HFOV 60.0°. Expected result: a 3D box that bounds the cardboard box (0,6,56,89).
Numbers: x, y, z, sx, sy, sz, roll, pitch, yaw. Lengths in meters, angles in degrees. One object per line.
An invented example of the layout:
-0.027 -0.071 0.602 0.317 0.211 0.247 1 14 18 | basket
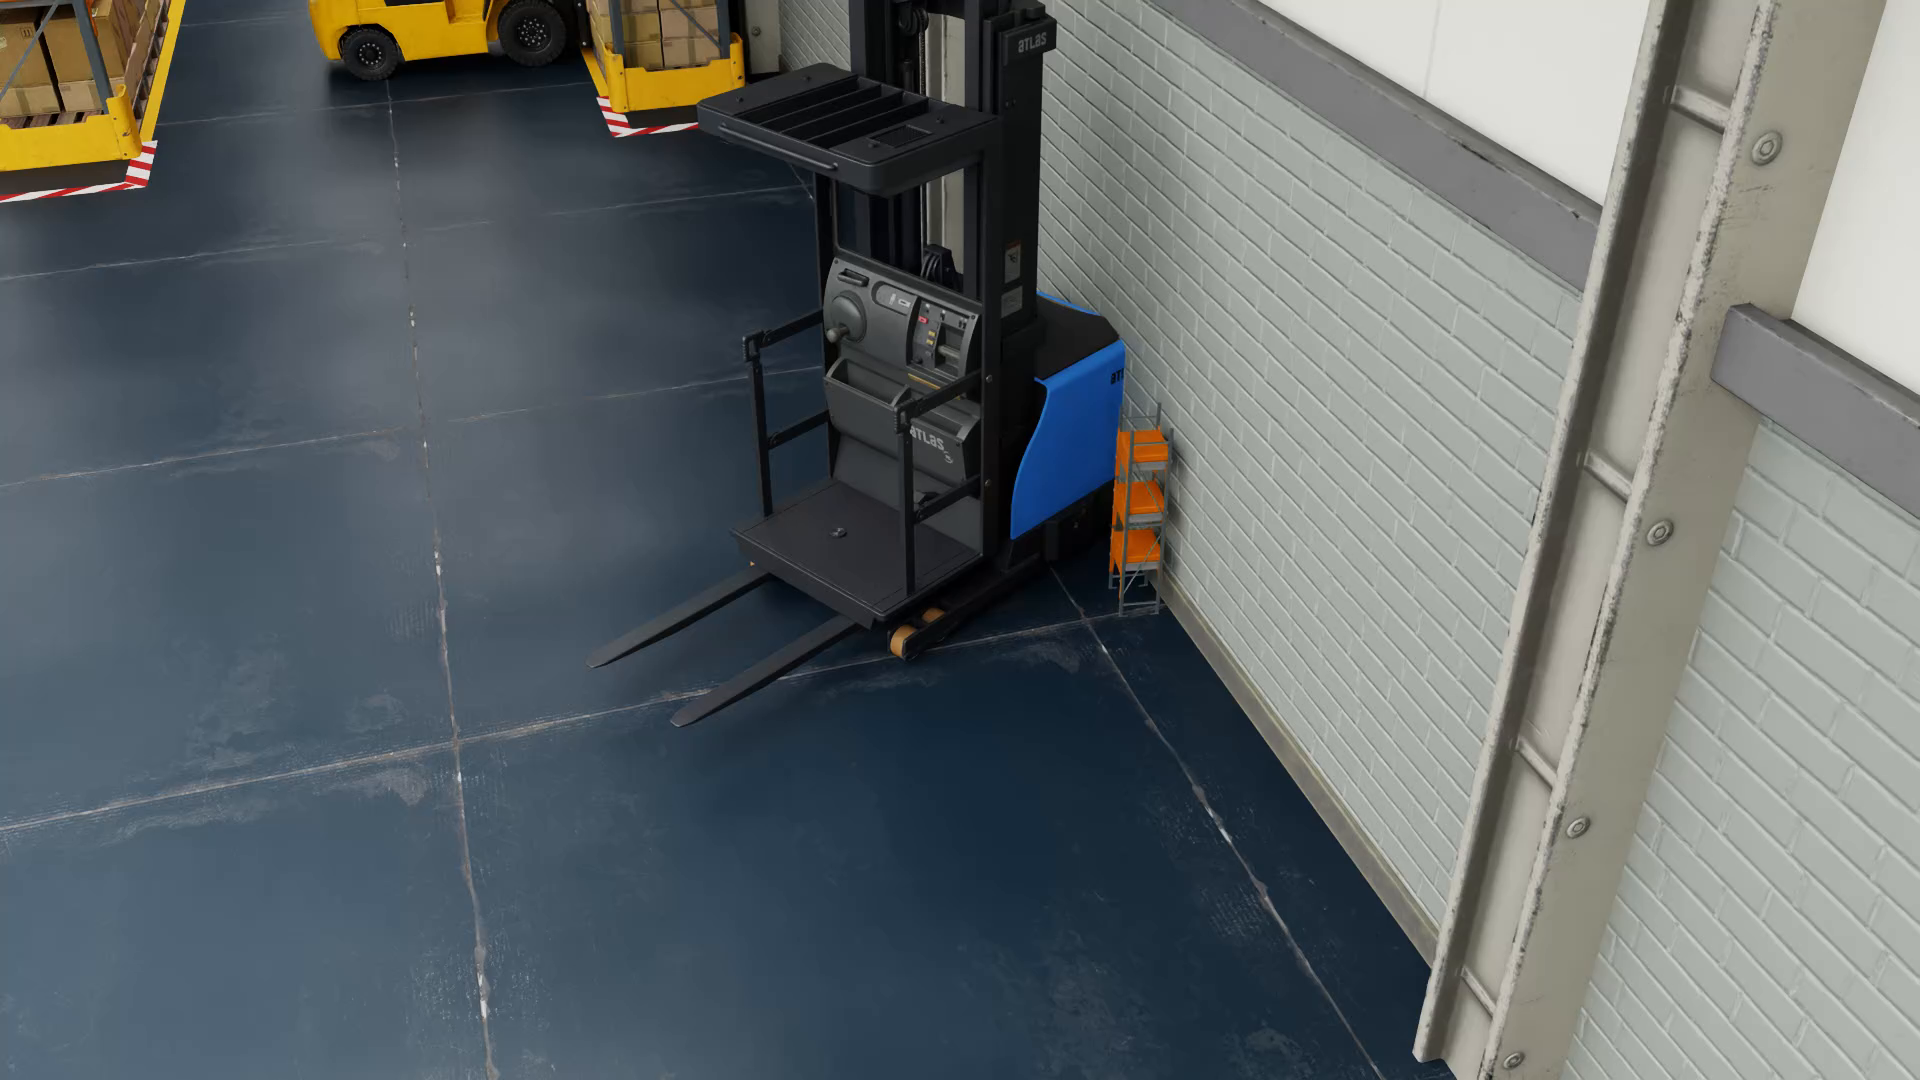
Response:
-7.696 -4.003 13.520 0.500 0.500 0.500 -10 35 -14 | cardboard box

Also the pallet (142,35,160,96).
-7.810 -4.234 14.965 1.003 0.211 1.213 -10 35 -15 | pallet

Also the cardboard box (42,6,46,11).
-7.859 -4.276 13.934 0.500 0.500 0.500 -9 34 -13 | cardboard box

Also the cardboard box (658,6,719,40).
-2.423 -4.640 14.711 0.500 0.250 0.500 -9 35 -14 | cardboard box

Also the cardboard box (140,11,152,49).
-7.665 -4.602 15.107 0.500 0.250 0.500 -9 35 -14 | cardboard box

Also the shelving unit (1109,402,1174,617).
0.864 -0.134 8.000 0.215 1.050 0.252 -4 34 -6 | shelving unit

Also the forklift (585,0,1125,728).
-0.423 -0.971 7.561 1.130 2.935 3.031 27 42 35 | forklift

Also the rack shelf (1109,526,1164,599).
0.864 0.107 8.159 0.215 0.259 0.240 -4 34 -6 | rack shelf

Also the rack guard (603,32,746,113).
-2.470 -4.066 14.450 1.175 0.500 0.348 -10 35 -15 | rack guard

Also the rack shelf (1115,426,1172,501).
0.864 -0.361 7.849 0.215 0.259 0.240 -4 34 -6 | rack shelf

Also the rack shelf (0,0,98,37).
-7.814 -5.035 14.302 1.077 0.370 4.000 -10 35 -15 | rack shelf

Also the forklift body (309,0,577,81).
-4.794 -5.457 15.057 2.313 2.155 1.214 -10 35 -15 | forklift body

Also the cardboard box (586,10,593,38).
-3.209 -4.870 15.513 0.500 0.250 0.500 -10 35 -14 | cardboard box

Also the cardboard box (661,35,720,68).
-2.441 -4.441 14.863 0.500 0.250 0.500 -10 35 -15 | cardboard box

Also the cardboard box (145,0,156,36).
-7.816 -4.870 15.513 0.500 0.250 0.500 -11 35 -16 | cardboard box

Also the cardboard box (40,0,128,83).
-7.194 -4.108 13.680 0.500 0.500 0.500 -11 35 -16 | cardboard box

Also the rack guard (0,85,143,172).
-7.227 -3.282 13.264 1.175 0.500 0.348 -10 35 -15 | rack guard

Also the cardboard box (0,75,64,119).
-7.714 -3.705 13.749 0.500 0.250 0.500 -10 35 -15 | cardboard box

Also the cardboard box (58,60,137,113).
-7.186 -3.783 13.868 0.500 0.250 0.500 -10 35 -15 | cardboard box

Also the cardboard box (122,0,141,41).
-7.503 -4.647 14.495 0.500 0.500 0.500 -9 35 -14 | cardboard box

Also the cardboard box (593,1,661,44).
-2.924 -4.561 14.592 0.500 0.250 0.500 -10 35 -15 | cardboard box

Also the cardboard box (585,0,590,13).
-3.244 -5.094 15.398 0.500 0.250 0.500 -11 35 -16 | cardboard box

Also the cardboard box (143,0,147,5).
-7.831 -5.194 15.322 0.500 0.500 0.500 -9 35 -14 | cardboard box

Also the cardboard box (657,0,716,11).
-2.444 -4.851 14.577 0.500 0.250 0.500 -11 35 -15 | cardboard box

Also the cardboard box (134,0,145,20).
-7.674 -4.926 14.917 0.500 0.500 0.500 -8 34 -12 | cardboard box

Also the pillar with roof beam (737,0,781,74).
-5.932 -7.418 11.813 9.100 9.000 0.400 -10 35 -15 | pillar with roof beam

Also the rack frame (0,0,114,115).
-7.204 -4.285 12.514 1.000 3.000 0.127 -10 35 -15 | rack frame

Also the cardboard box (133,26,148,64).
-7.513 -4.337 14.705 0.500 0.250 0.500 -8 34 -12 | cardboard box

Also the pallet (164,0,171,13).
-8.663 -5.630 17.079 1.003 0.211 1.213 -10 35 -15 | pallet

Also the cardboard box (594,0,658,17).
-2.915 -4.756 14.433 0.500 0.250 0.500 -9 34 -13 | cardboard box

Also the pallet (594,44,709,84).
-2.751 -4.353 15.146 1.003 0.211 1.213 -10 35 -15 | pallet

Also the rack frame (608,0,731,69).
-2.478 -5.122 13.780 1.000 3.000 0.127 -10 35 -15 | rack frame

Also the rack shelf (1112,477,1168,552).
0.864 -0.125 8.006 0.215 0.259 0.240 -4 34 -6 | rack shelf

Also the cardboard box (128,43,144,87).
-7.335 -4.052 14.275 0.500 0.250 0.500 -9 34 -13 | cardboard box

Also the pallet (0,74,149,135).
-7.441 -3.594 13.998 1.003 0.211 1.213 -10 35 -15 | pallet

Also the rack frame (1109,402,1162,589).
0.848 -0.200 8.101 0.200 1.050 0.008 -4 34 -6 | rack frame

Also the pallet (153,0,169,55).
-8.185 -4.875 15.936 1.003 0.211 1.213 -10 35 -15 | pallet

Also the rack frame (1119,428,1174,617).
0.880 -0.067 7.899 0.200 1.050 0.008 -4 34 -6 | rack frame

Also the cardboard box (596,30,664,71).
-2.922 -4.343 14.715 0.500 0.250 0.500 -10 35 -14 | cardboard box

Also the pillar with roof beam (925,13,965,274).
-4.101 -4.268 7.046 9.100 9.000 0.400 -10 35 -15 | pillar with roof beam

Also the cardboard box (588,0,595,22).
-3.067 -4.827 14.993 0.500 0.250 0.500 -10 35 -15 | cardboard box

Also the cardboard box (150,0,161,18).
-7.988 -5.148 15.933 0.500 0.250 0.500 -8 34 -13 | cardboard box

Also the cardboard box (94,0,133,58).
-7.358 -4.382 14.094 0.500 0.500 0.500 -11 35 -17 | cardboard box

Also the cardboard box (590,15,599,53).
-3.065 -4.606 15.113 0.500 0.250 0.500 -10 35 -15 | cardboard box

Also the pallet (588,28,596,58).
-3.119 -4.992 16.114 1.003 0.211 1.213 -10 35 -15 | pallet

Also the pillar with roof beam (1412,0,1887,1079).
-2.271 -1.118 2.279 9.100 9.000 0.400 -10 35 -15 | pillar with roof beam
